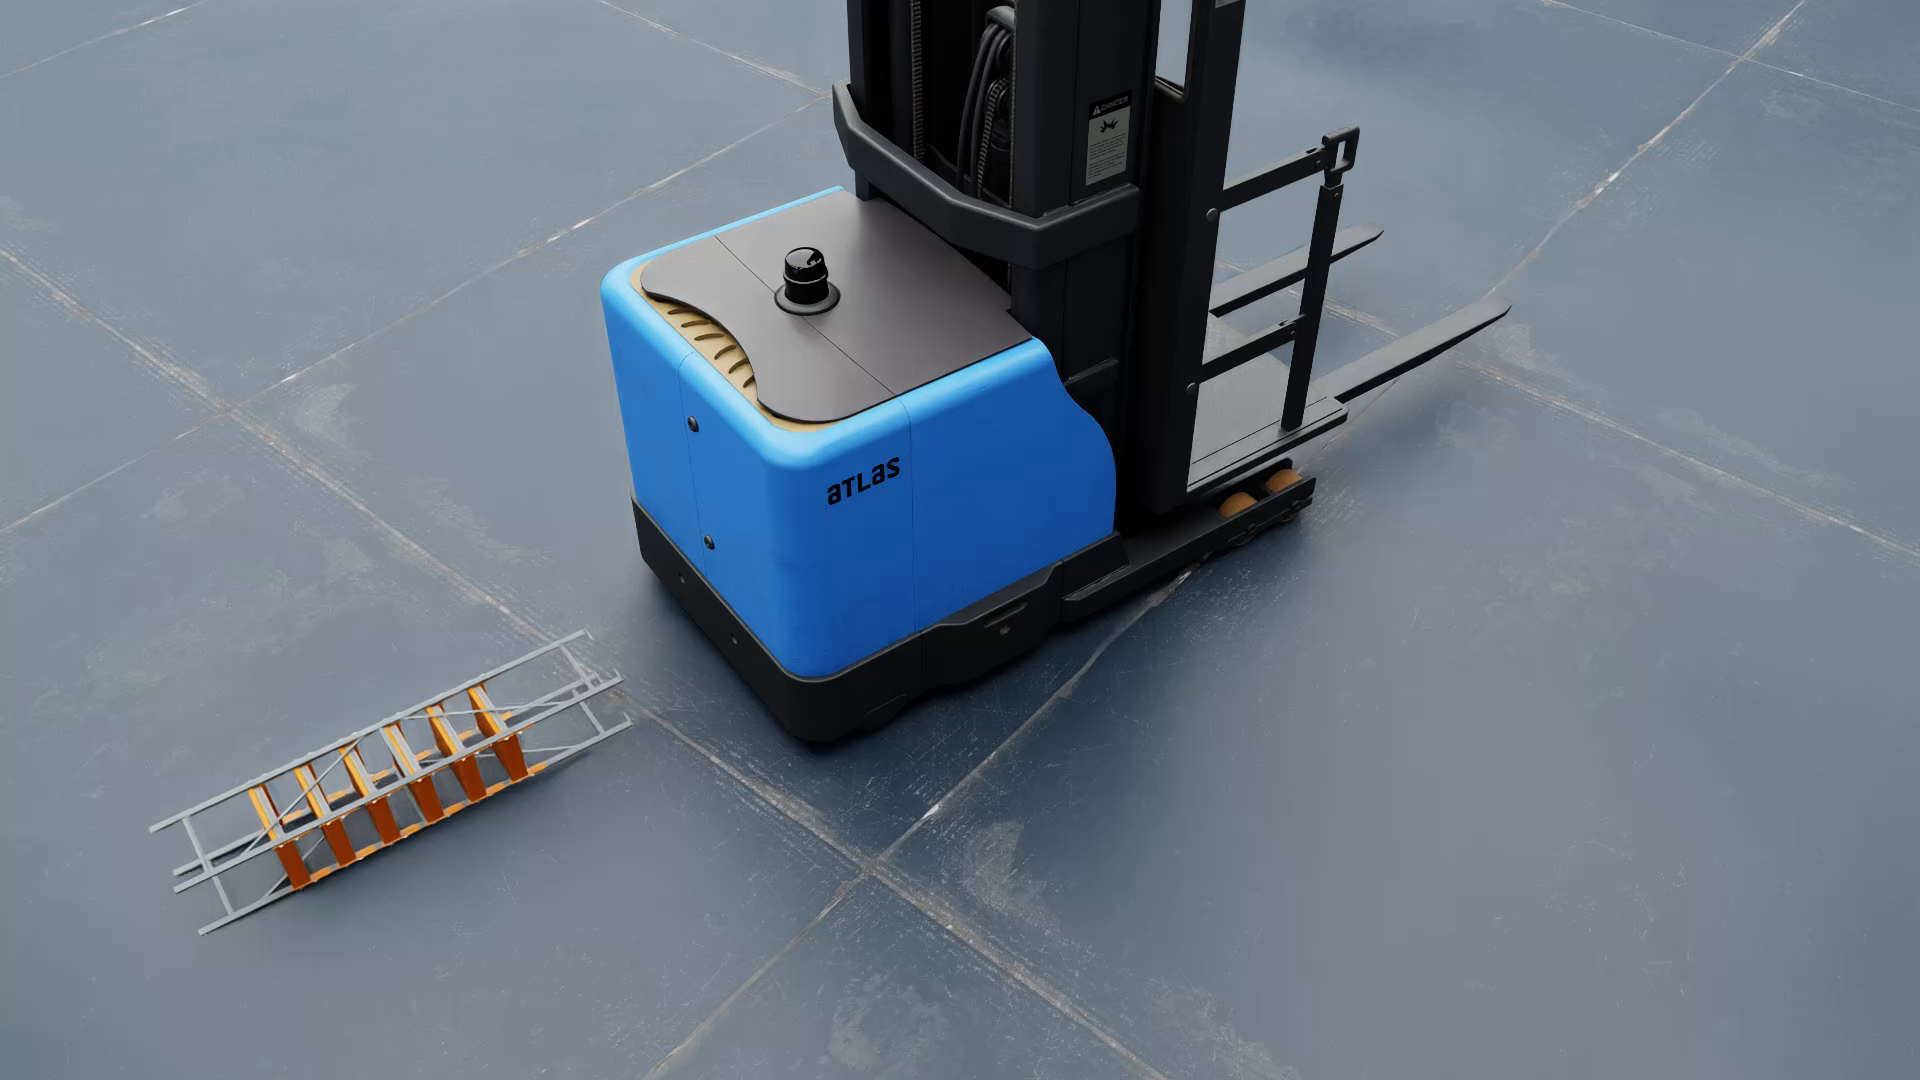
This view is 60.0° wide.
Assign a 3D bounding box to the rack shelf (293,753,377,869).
[{"bbox_3d":[-1.635,0.697,4.331,0.103,0.180,0.258,-26,49,-24],"label":"rack shelf"}]

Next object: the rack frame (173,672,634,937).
[{"bbox_3d":[-1.474,0.687,4.474,1.200,0.006,0.240,-26,49,-24],"label":"rack frame"}]

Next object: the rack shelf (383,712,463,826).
[{"bbox_3d":[-1.438,0.602,4.430,0.103,0.180,0.258,-26,49,-24],"label":"rack shelf"}]

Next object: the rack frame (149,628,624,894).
[{"bbox_3d":[-1.476,0.553,4.349,1.200,0.006,0.240,-26,49,-24],"label":"rack frame"}]

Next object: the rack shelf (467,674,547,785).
[{"bbox_3d":[-1.241,0.507,4.529,0.103,0.180,0.258,-26,49,-24],"label":"rack shelf"}]

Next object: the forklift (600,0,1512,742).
[{"bbox_3d":[0.512,-1.332,4.536,3.031,2.935,1.130,-26,48,-26],"label":"forklift"}]

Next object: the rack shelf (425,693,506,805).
[{"bbox_3d":[-1.340,0.555,4.480,0.103,0.180,0.258,-26,49,-24],"label":"rack shelf"}]

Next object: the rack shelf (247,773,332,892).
[{"bbox_3d":[-1.734,0.745,4.282,0.103,0.180,0.258,-26,49,-24],"label":"rack shelf"}]

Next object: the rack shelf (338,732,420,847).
[{"bbox_3d":[-1.537,0.650,4.381,0.103,0.180,0.258,-26,49,-24],"label":"rack shelf"}]

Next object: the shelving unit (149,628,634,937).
[{"bbox_3d":[-1.475,0.620,4.412,1.200,0.189,0.258,-26,49,-24],"label":"shelving unit"}]
